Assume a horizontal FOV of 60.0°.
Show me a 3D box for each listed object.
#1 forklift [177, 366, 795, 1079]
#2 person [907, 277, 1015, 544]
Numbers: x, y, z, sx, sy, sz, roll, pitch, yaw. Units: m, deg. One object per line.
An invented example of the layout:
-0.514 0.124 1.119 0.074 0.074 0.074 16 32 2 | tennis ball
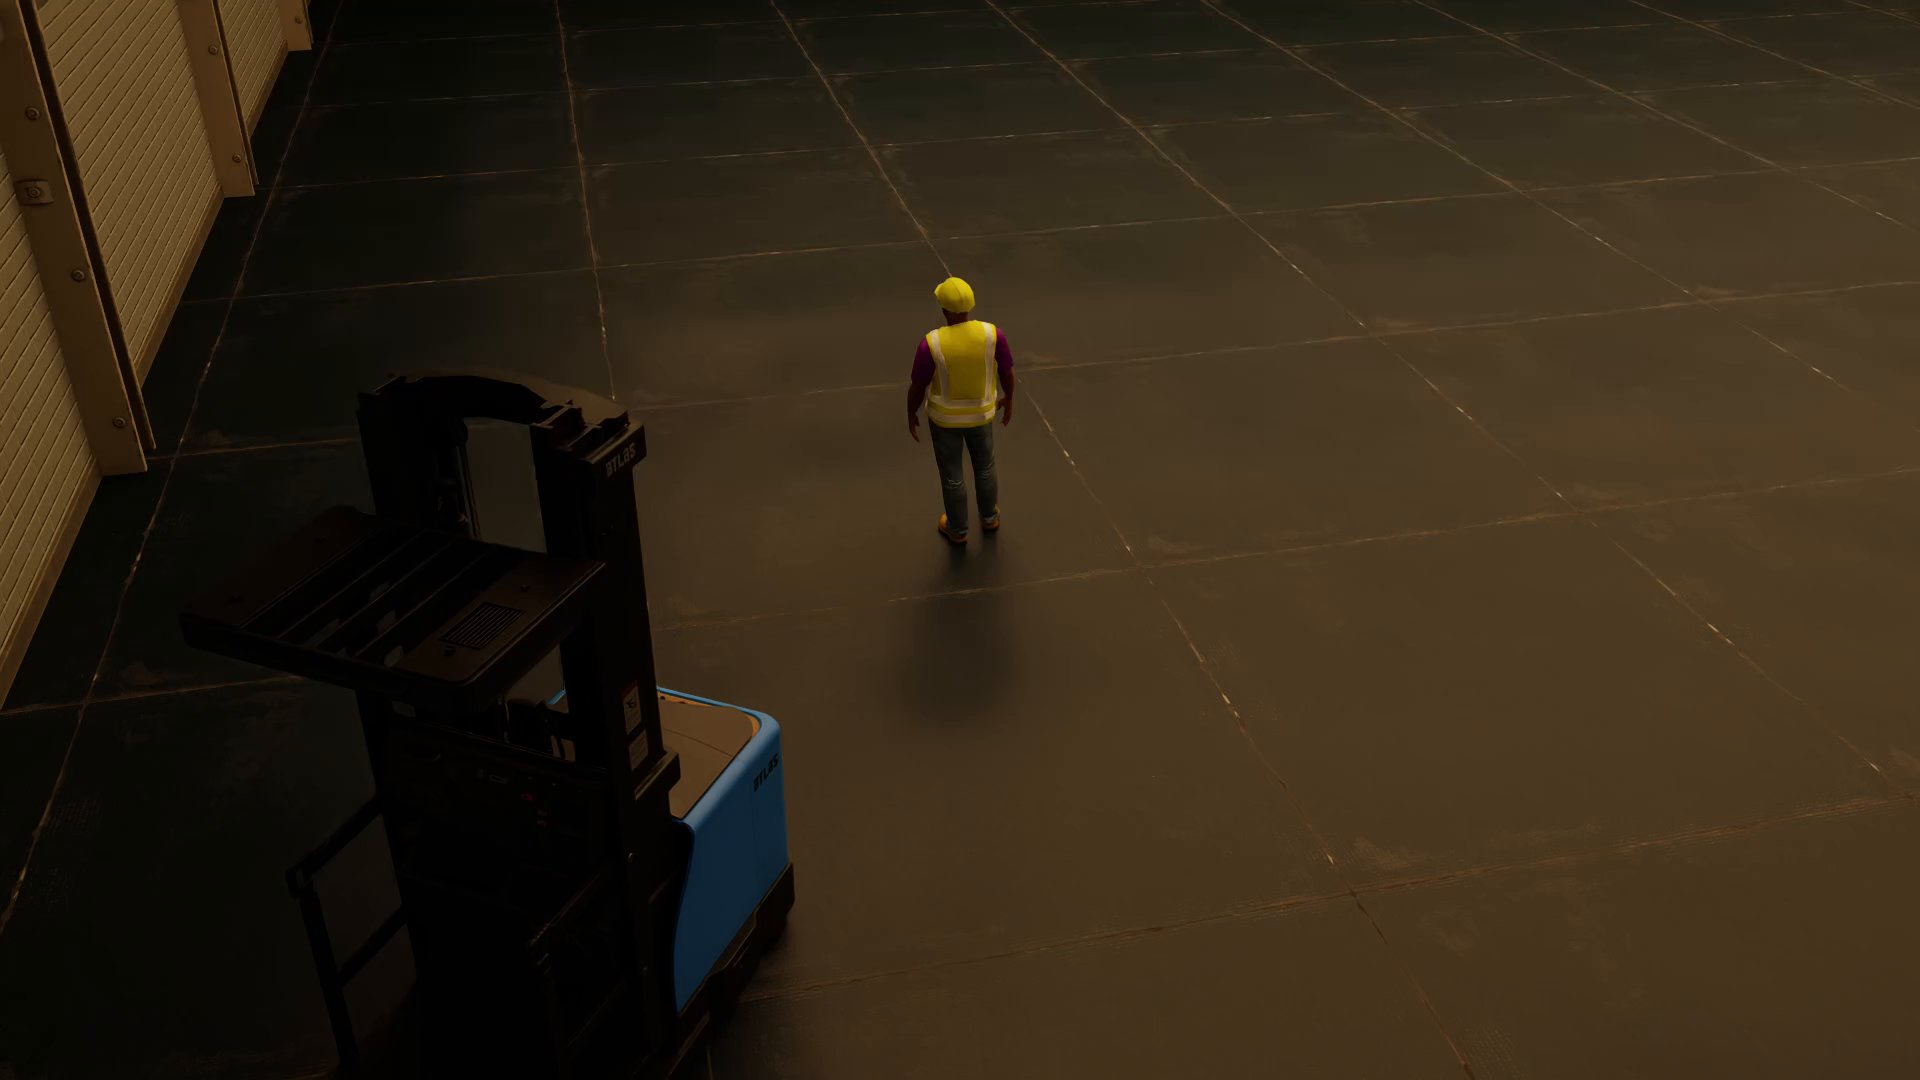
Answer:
-1.767 1.003 5.841 1.130 2.935 3.031 11 32 19 | forklift
-0.012 -0.805 10.114 0.666 1.768 0.575 -7 31 -12 | person
